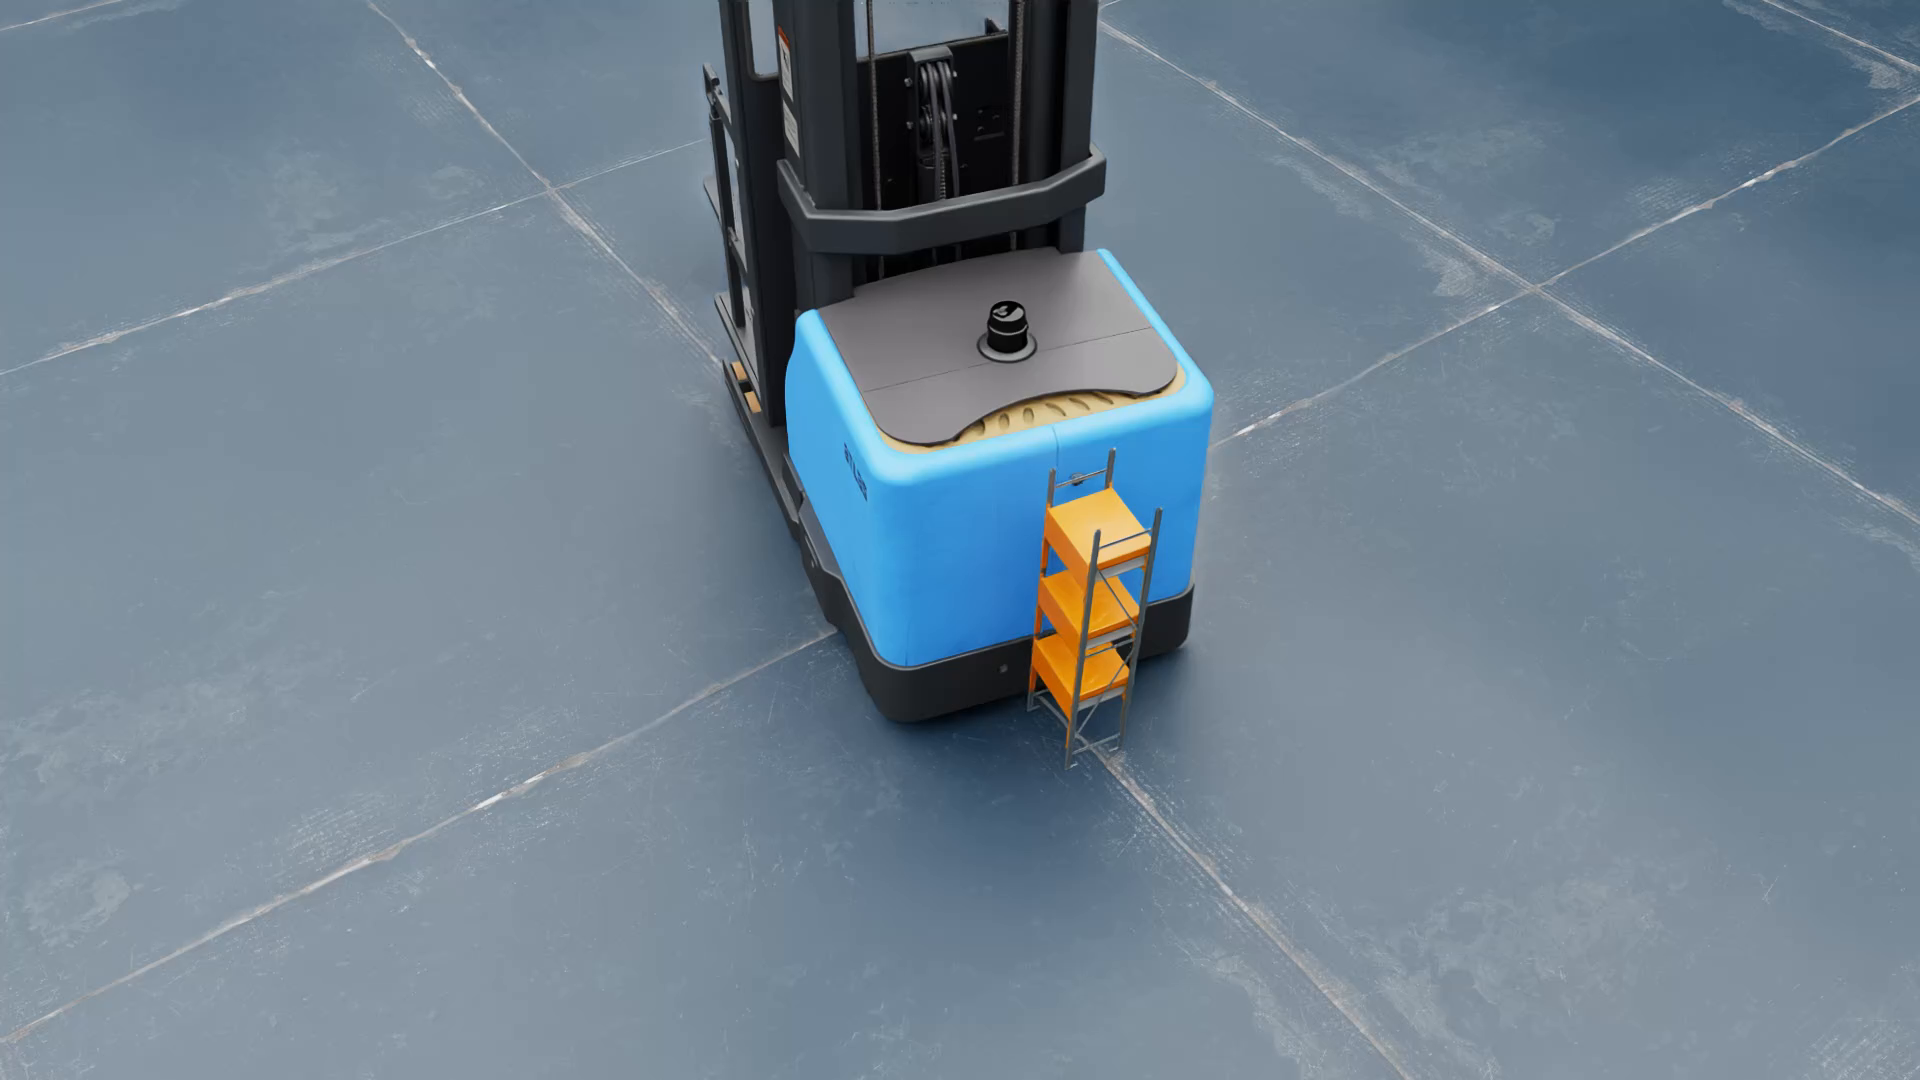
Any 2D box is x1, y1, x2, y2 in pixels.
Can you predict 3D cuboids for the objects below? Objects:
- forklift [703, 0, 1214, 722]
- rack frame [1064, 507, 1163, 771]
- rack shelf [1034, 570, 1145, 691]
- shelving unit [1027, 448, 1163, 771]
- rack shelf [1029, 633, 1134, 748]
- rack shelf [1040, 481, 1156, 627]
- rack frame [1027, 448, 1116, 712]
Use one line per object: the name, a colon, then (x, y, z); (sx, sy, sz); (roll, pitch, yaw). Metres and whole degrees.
forklift: (-0.248, -1.538, 5.238); (1.130, 2.935, 3.031); (-14, 45, -14)
rack frame: (0.420, 0.306, 4.670); (0.200, 1.050, 0.008); (-19, 50, -19)
rack shelf: (0.366, 0.232, 4.752); (0.215, 0.259, 0.240); (-19, 50, -19)
shelving unit: (0.367, 0.225, 4.744); (0.215, 1.050, 0.252); (-19, 50, -19)
rack shelf: (0.359, 0.422, 4.955); (0.215, 0.259, 0.240); (-19, 50, -19)
rack shelf: (0.374, 0.038, 4.545); (0.215, 0.259, 0.240); (-19, 50, -19)
rack frame: (0.313, 0.144, 4.818); (0.200, 1.050, 0.008); (-19, 50, -19)
